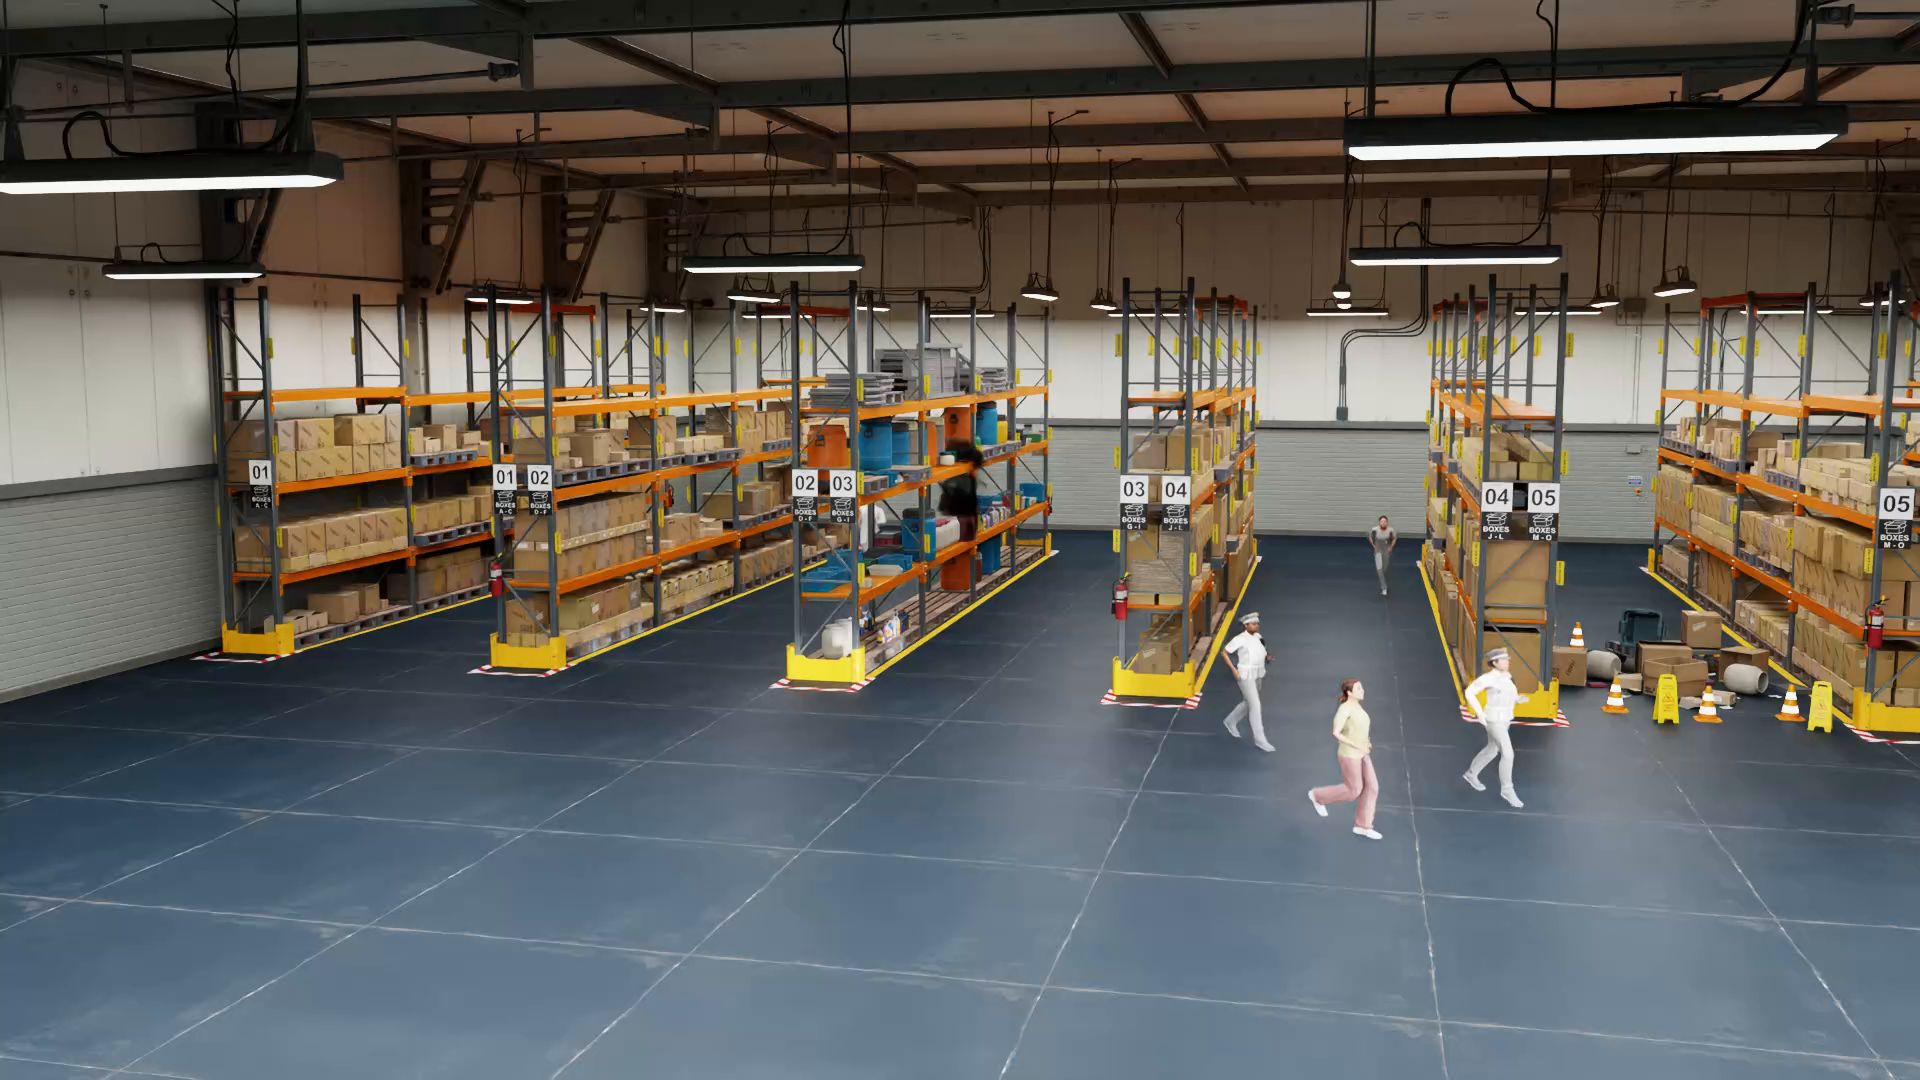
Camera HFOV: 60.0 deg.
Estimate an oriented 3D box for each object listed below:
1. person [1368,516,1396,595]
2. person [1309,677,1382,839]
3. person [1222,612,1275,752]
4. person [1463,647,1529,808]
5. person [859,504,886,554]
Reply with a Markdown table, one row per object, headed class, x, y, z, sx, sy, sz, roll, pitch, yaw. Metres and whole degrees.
| class | x | y | z | sx | sy | sz | roll | pitch | yaw |
| --- | --- | --- | --- | --- | --- | --- | --- | --- | --- |
| person | 8.710 | 0.291 | 34.315 | 0.562 | 1.648 | 0.810 | 2 | 7 | 15 |
| person | 4.021 | 2.229 | 17.212 | 0.791 | 1.654 | 0.579 | 5 | 8 | 36 |
| person | 3.644 | 1.742 | 20.929 | 0.570 | 1.701 | 0.926 | -6 | 9 | -41 |
| person | 5.945 | 2.040 | 18.455 | 0.587 | 1.741 | 0.808 | -6 | 9 | -44 |
| person | -1.990 | -0.114 | 36.718 | 0.710 | 1.754 | 1.054 | 0 | 7 | 0 |
